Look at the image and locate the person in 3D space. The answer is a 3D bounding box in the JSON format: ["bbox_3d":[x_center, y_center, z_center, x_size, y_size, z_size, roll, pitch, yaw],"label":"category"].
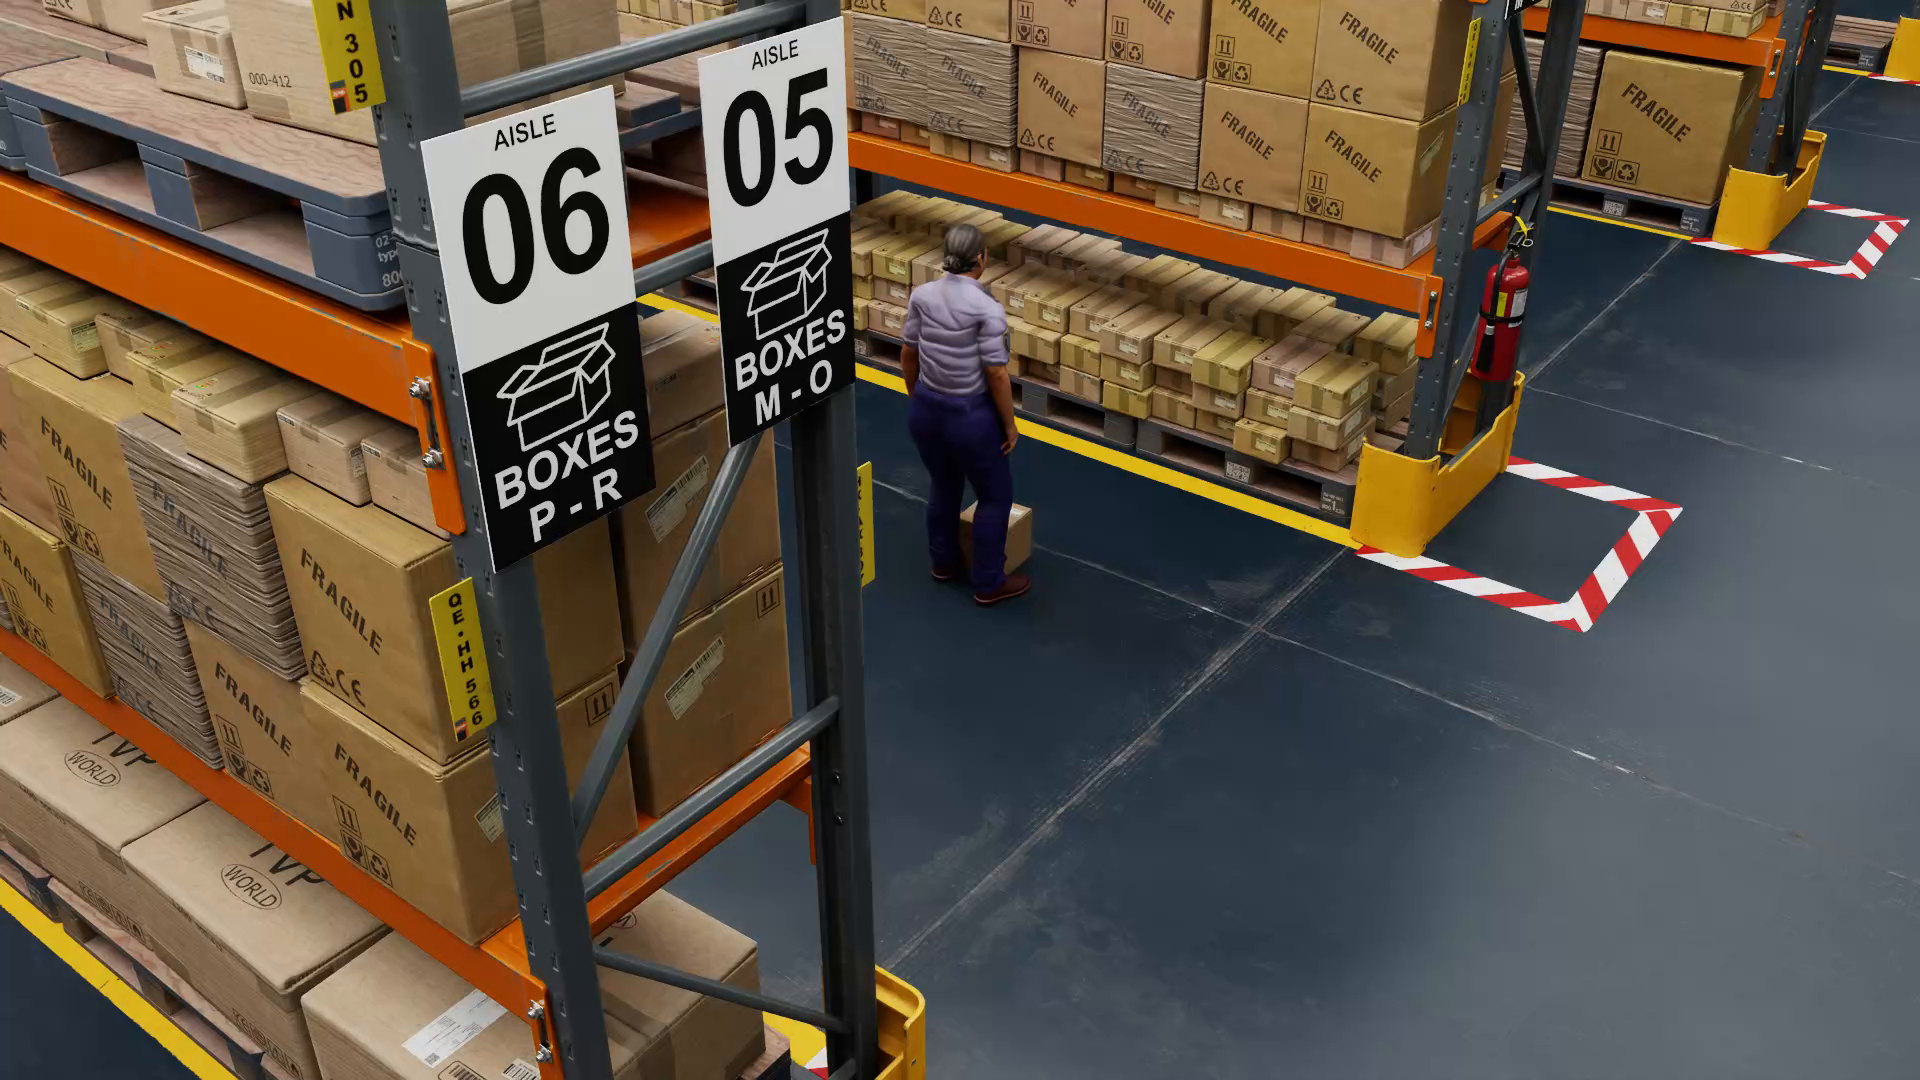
[{"bbox_3d":[0.027,-0.525,7.012,0.556,1.651,0.425,19,36,29],"label":"person"}]
